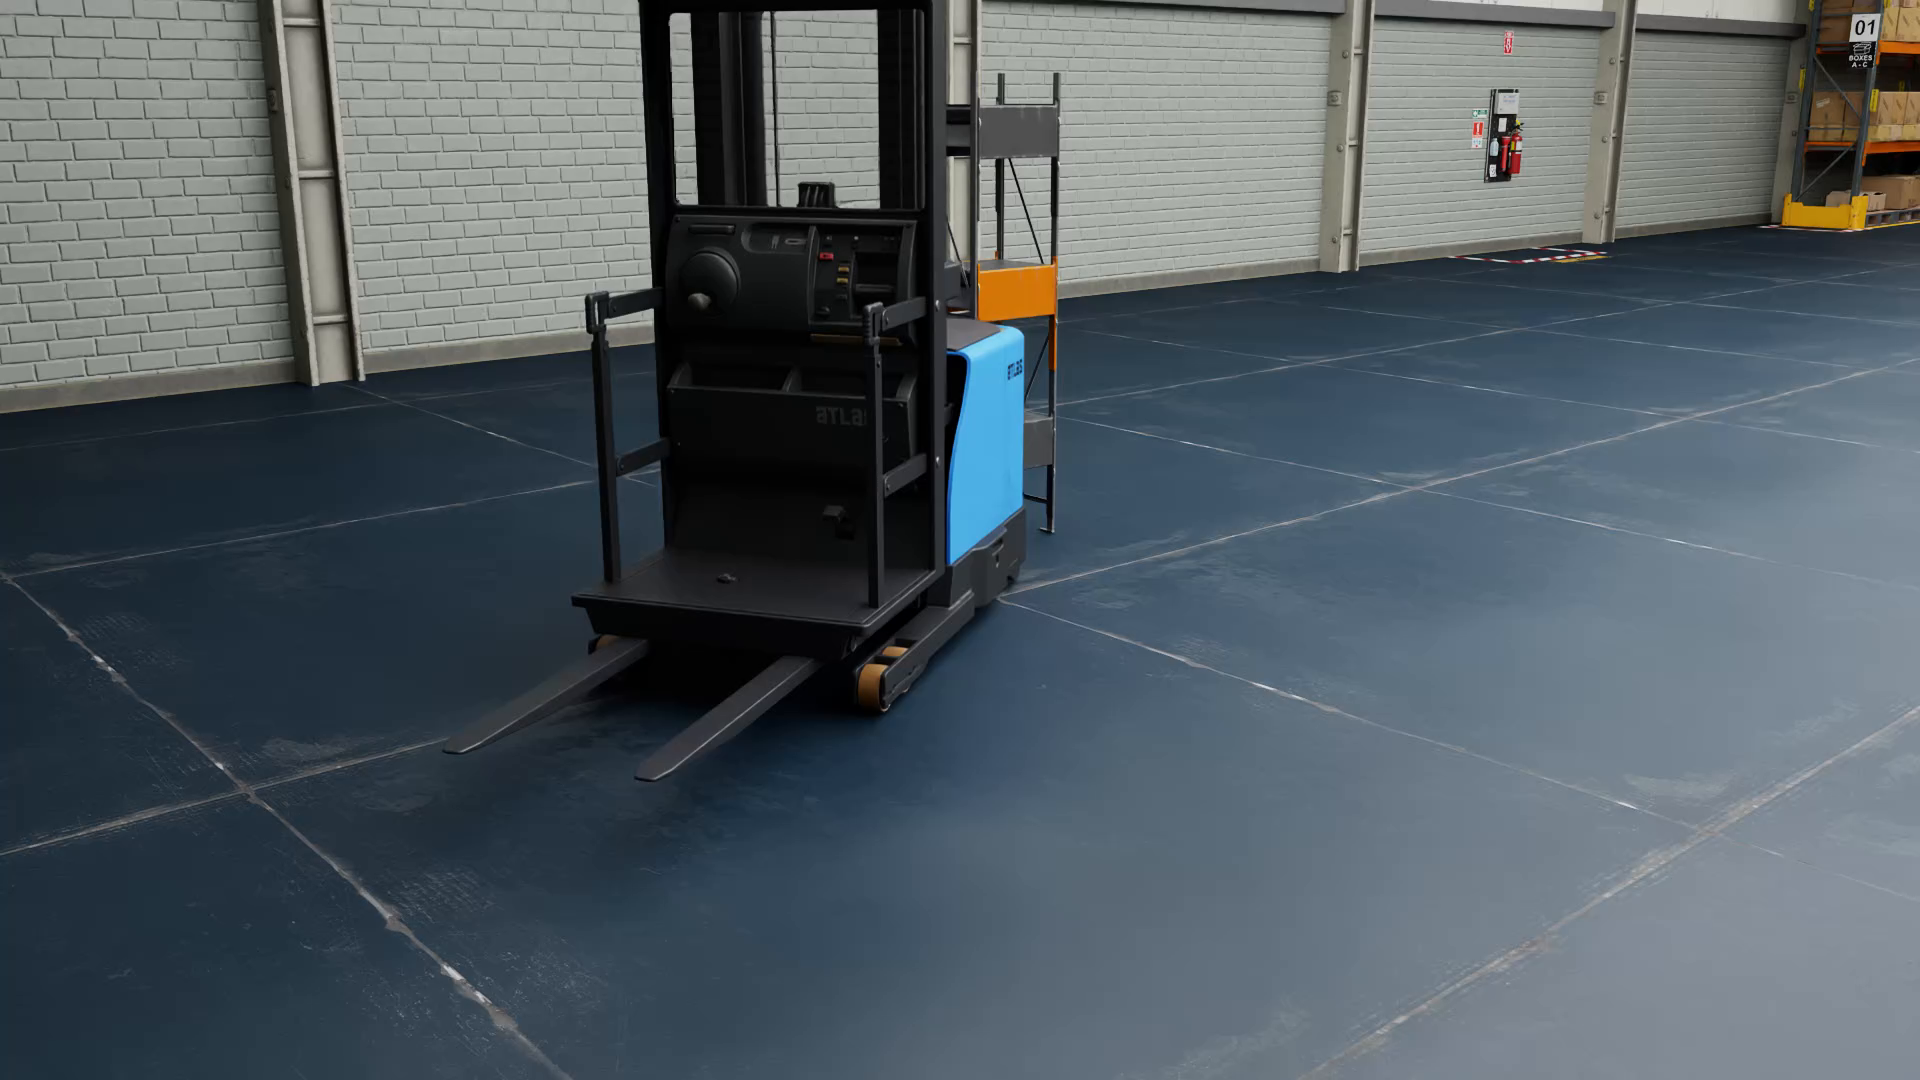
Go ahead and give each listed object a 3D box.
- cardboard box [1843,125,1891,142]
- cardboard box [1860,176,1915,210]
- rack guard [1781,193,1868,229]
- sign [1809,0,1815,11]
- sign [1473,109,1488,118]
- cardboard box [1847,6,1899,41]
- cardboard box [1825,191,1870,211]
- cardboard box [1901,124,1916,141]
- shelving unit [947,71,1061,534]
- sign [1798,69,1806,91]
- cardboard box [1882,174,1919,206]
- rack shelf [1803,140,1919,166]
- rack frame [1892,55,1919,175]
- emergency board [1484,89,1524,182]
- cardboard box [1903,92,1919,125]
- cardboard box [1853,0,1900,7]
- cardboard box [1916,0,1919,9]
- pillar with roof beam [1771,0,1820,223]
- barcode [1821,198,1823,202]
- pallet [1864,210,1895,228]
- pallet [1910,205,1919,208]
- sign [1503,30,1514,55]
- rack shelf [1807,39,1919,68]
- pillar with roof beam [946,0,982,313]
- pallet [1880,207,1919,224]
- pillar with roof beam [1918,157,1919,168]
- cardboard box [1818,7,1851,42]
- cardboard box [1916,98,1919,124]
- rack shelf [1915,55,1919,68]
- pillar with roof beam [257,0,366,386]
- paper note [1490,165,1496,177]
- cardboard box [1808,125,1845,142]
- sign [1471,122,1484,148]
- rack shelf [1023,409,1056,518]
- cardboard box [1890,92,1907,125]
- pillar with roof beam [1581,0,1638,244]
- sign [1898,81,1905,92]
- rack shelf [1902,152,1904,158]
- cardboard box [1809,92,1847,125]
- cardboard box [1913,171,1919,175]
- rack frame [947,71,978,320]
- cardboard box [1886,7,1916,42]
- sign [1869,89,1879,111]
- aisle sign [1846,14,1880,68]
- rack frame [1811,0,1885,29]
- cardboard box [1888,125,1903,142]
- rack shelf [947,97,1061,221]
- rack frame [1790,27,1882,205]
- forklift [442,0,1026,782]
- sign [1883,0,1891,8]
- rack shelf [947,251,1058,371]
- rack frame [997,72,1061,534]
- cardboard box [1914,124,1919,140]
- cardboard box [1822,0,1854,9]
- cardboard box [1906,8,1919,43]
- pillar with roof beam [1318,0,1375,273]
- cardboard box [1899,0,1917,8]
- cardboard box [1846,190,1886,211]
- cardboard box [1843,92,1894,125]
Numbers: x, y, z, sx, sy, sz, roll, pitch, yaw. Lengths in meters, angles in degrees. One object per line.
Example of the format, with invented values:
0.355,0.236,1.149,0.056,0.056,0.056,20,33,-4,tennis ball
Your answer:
14.147,-6.346,25.948,0.500,0.250,0.500,-13,20,-41,cardboard box
15.168,-5.704,27.282,0.500,0.500,0.700,-14,21,-43,cardboard box
13.628,-5.193,26.224,0.348,0.500,1.175,-13,19,-39,rack guard
13.222,-8.376,25.769,0.005,0.325,0.100,-13,19,-39,sign
6.640,-5.446,21.230,0.331,0.109,0.001,-13,19,-39,sign
13.987,-7.903,25.480,0.500,0.500,0.500,-12,19,-38,cardboard box
14.152,-5.401,26.516,0.500,0.311,0.500,13,20,41,cardboard box
14.918,-6.522,26.606,0.500,0.250,0.500,-13,20,-40,cardboard box
0.125,-1.042,7.584,0.503,2.100,0.431,-13,19,-39,shelving unit
13.222,-7.212,26.080,0.005,0.325,0.100,-13,19,-39,sign
15.832,-5.887,27.968,0.500,0.500,0.500,14,21,43,cardboard box
15.080,-6.379,27.214,4.000,0.370,1.077,-13,19,-39,rack shelf
16.588,-7.066,28.390,0.127,3.000,1.000,-13,19,-39,rack frame
7.116,-5.247,21.583,0.643,1.169,0.194,-13,19,-39,emergency board
14.902,-6.878,26.486,0.500,0.500,0.500,-13,20,-41,cardboard box
14.021,-8.396,25.389,0.500,0.500,0.500,14,21,43,cardboard box
14.812,-8.560,26.003,0.500,0.500,0.500,-12,19,-38,cardboard box
16.357,-8.735,23.015,0.400,9.000,9.100,-13,19,-39,pillar with roof beam
13.903,-5.487,26.818,0.075,0.075,0.001,-13,19,-39,barcode
14.264,-5.184,26.750,1.213,0.211,1.003,-13,19,-39,pallet
16.105,-5.598,28.298,1.213,0.211,1.003,-13,19,-39,pallet
7.044,-6.385,21.351,0.199,0.298,0.001,-13,19,-39,sign
15.080,-7.829,26.827,4.000,0.370,1.077,-13,19,-39,rack shelf
2.778,-5.686,11.600,0.400,9.000,9.100,-13,19,-39,pillar with roof beam
15.184,-5.390,27.520,1.213,0.211,1.003,-13,19,-39,pallet
20.883,-9.752,26.821,0.400,9.000,9.100,-13,19,-39,pillar with roof beam
13.719,-8.015,25.899,0.500,0.500,0.500,-11,18,-35,cardboard box
15.283,-6.968,26.822,0.500,0.500,0.500,-12,19,-38,cardboard box
18.097,-8.506,29.364,4.000,0.370,1.077,-13,19,-39,rack shelf
-1.748,-4.670,7.795,0.400,9.000,9.100,-13,19,-39,pillar with roof beam
6.937,-4.805,21.634,0.142,0.148,0.016,-13,19,-39,paper note
13.796,-6.442,26.307,0.500,0.250,0.500,-12,19,-39,cardboard box
6.631,-5.191,21.302,0.234,0.329,0.001,-13,19,-39,sign
0.125,-0.353,7.768,0.480,0.518,0.431,-13,19,-39,rack shelf
14.508,-6.792,26.163,0.500,0.500,0.500,-13,19,-39,cardboard box
11.831,-7.719,19.210,0.400,9.000,9.100,-13,19,-39,pillar with roof beam
16.221,-7.733,28.642,0.005,0.325,0.100,-13,19,-39,sign
18.097,-7.057,29.751,4.000,0.370,1.077,-13,19,-39,rack shelf
13.787,-6.809,26.227,0.500,0.500,0.500,-13,20,-40,cardboard box
17.133,-6.198,29.134,0.500,0.500,0.700,-12,19,-38,cardboard box
-0.059,-1.001,7.429,0.015,2.100,0.400,-13,19,-39,rack frame
14.416,-7.987,25.795,0.500,0.500,0.500,-11,19,-36,cardboard box
13.927,-6.701,25.346,0.005,0.325,0.100,-13,19,-39,sign
13.714,-7.573,25.253,0.004,0.787,0.394,-13,19,-39,aisle sign
13.571,-9.286,25.079,0.127,3.000,1.000,-13,19,-39,rack frame
14.530,-6.437,26.287,0.500,0.250,0.500,-13,20,-41,cardboard box
0.125,-1.706,7.407,0.480,0.518,0.431,-13,19,-39,rack shelf
13.571,-6.388,25.853,0.127,3.000,1.000,-13,19,-39,rack frame
-0.665,-0.953,5.637,1.130,2.935,3.031,5,16,18,forklift
13.927,-8.154,24.958,0.005,0.325,0.100,-13,19,-39,sign
0.125,-1.029,7.588,0.480,0.518,0.431,-13,19,-39,rack shelf
0.309,-1.084,7.739,0.015,2.100,0.400,-13,19,-39,rack frame
15.301,-6.607,26.925,0.500,0.250,0.500,-12,19,-39,cardboard box
13.724,-8.502,25.785,0.500,0.500,0.500,-12,19,-37,cardboard box
14.805,-8.076,26.127,0.500,0.500,0.500,-12,19,-37,cardboard box
7.305,-6.703,15.405,0.400,9.000,9.100,-13,19,-39,pillar with roof beam
14.432,-8.471,25.670,0.500,0.500,0.500,-13,20,-40,cardboard box
14.582,-5.498,26.878,0.500,0.311,0.500,-11,18,-35,cardboard box
14.128,-6.710,25.857,0.500,0.500,0.500,-13,19,-39,cardboard box
